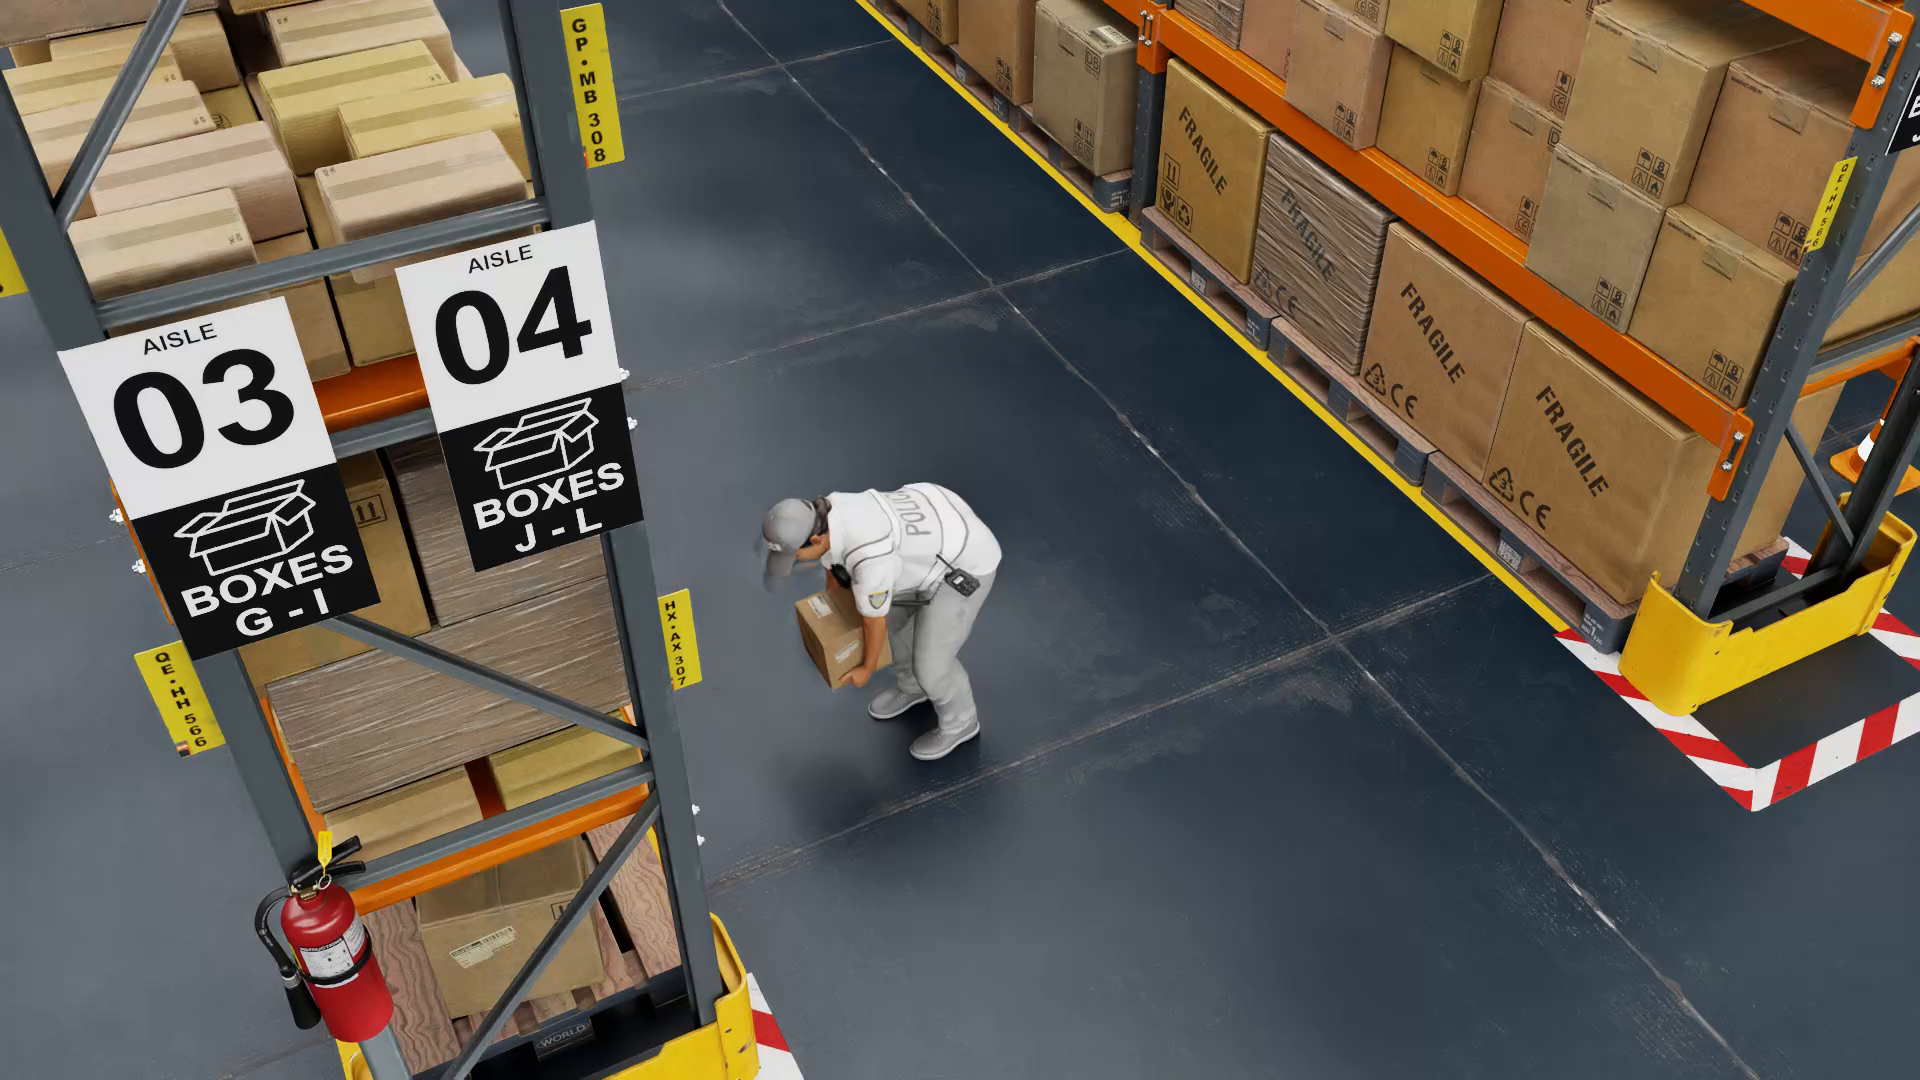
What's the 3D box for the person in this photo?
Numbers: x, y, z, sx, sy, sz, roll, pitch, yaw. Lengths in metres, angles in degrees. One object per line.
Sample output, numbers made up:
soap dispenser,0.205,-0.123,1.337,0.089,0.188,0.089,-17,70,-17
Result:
person,-0.290,0.279,6.106,0.853,1.322,0.453,-20,45,-21
